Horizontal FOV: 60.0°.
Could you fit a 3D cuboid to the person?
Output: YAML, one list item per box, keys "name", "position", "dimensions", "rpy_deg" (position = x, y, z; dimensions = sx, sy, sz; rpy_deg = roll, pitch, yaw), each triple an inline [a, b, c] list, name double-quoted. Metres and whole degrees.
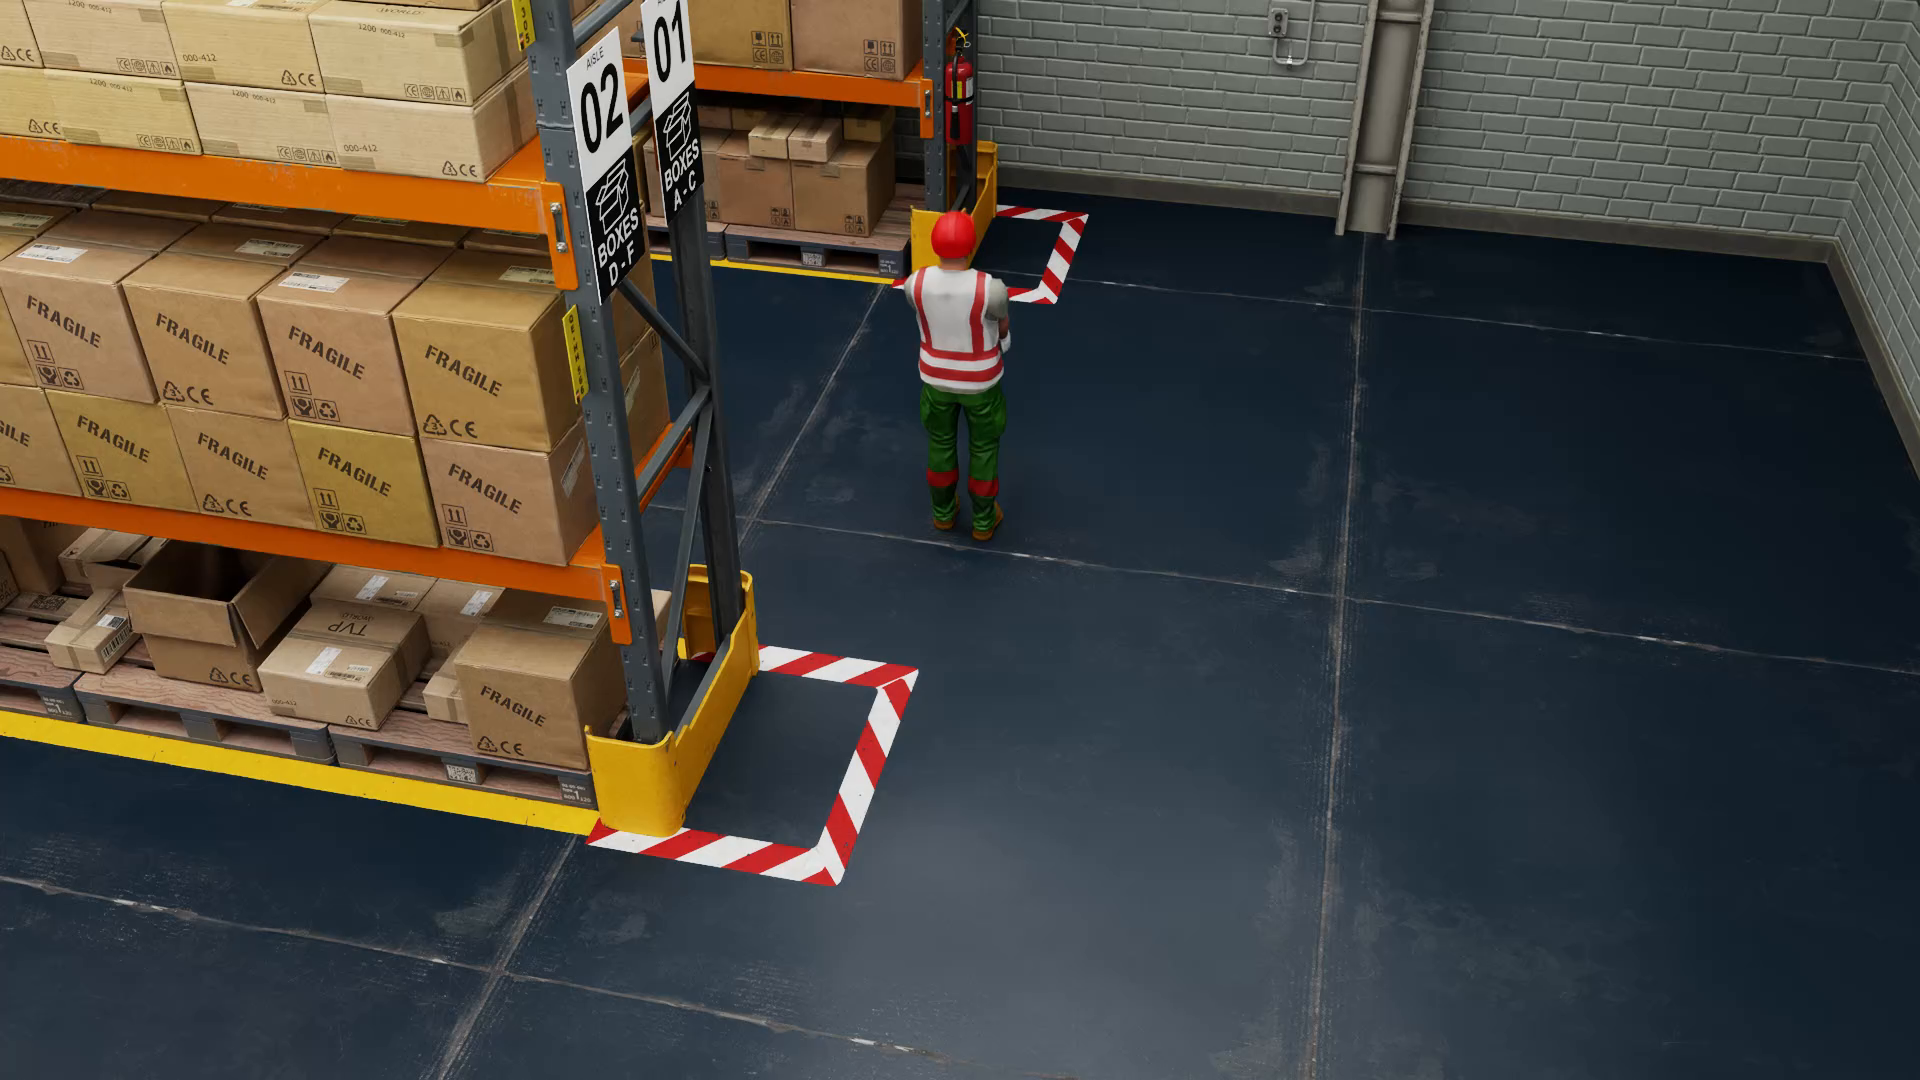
- name: "person"
  position: [0.015, -0.842, 8.099]
  dimensions: [0.493, 1.782, 0.571]
  rpy_deg: [8, 37, 11]
